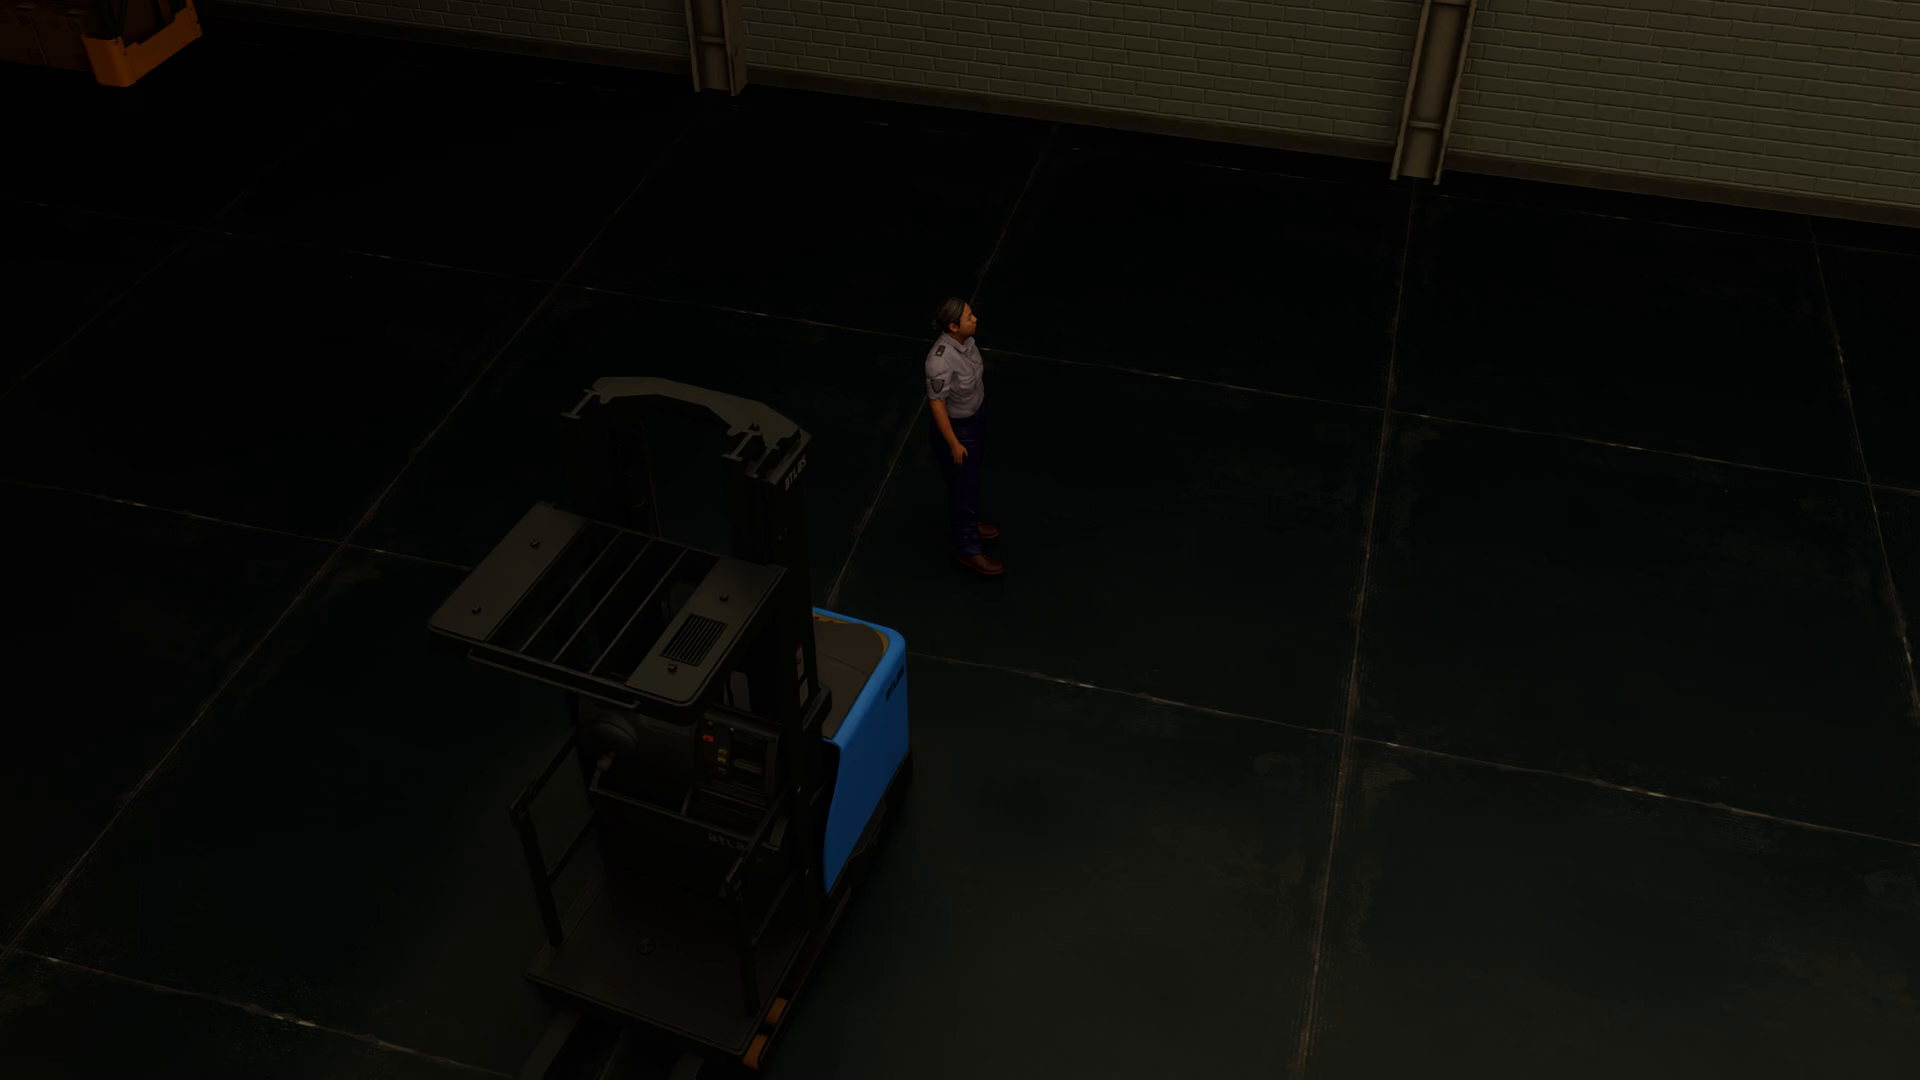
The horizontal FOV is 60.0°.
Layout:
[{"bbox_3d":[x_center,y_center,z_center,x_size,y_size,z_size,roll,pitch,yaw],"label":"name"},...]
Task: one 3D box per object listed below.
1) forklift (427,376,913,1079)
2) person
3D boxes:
[{"bbox_3d":[-1.256,0.932,6.799,1.130,2.935,3.031,15,43,16],"label":"forklift"},{"bbox_3d":[0.080,-0.626,9.476,0.503,1.651,0.598,10,42,11],"label":"person"}]
